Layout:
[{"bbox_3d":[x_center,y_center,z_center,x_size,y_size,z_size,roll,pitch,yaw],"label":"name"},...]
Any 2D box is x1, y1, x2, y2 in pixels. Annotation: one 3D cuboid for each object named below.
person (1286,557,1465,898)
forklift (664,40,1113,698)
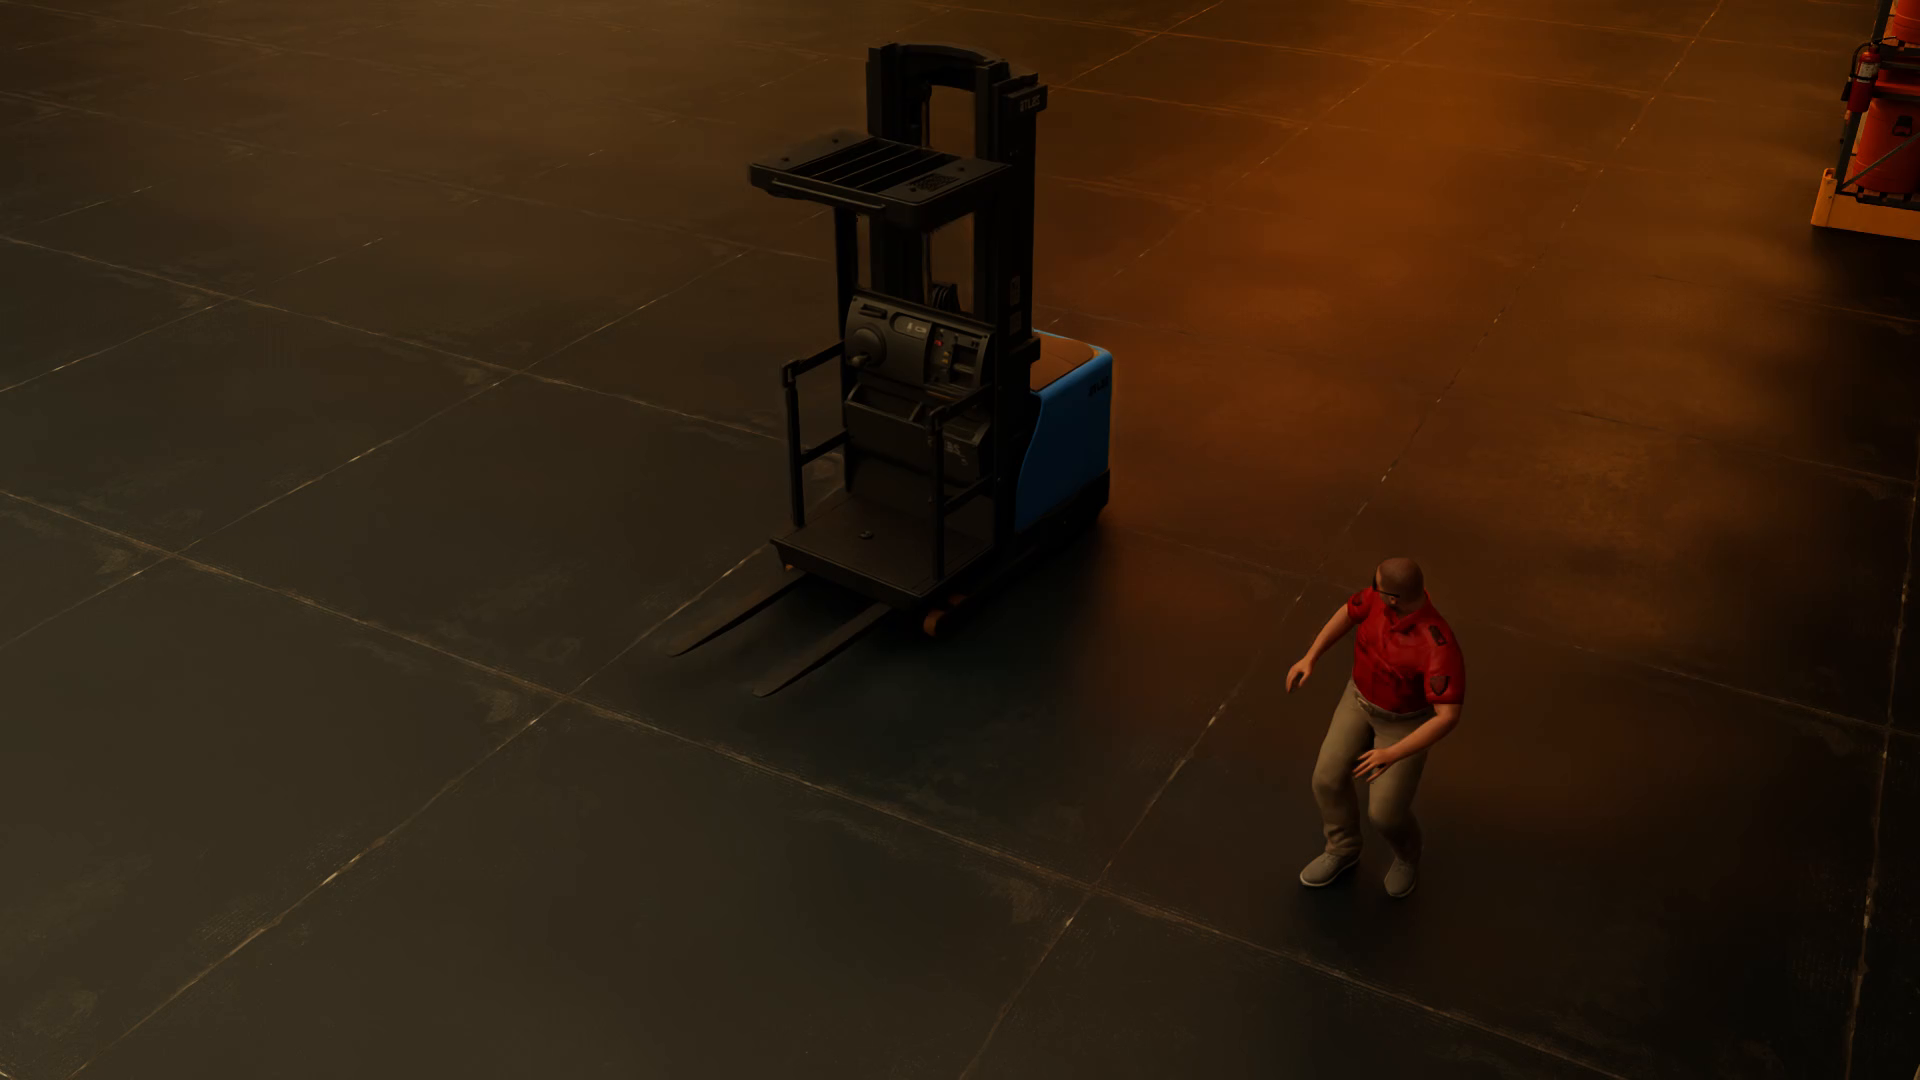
[{"bbox_3d":[1.714,0.803,6.995,0.723,1.660,0.800,-22,36,-33],"label":"person"},{"bbox_3d":[-0.360,-1.007,8.816,1.130,2.935,3.031,20,36,31],"label":"forklift"}]
